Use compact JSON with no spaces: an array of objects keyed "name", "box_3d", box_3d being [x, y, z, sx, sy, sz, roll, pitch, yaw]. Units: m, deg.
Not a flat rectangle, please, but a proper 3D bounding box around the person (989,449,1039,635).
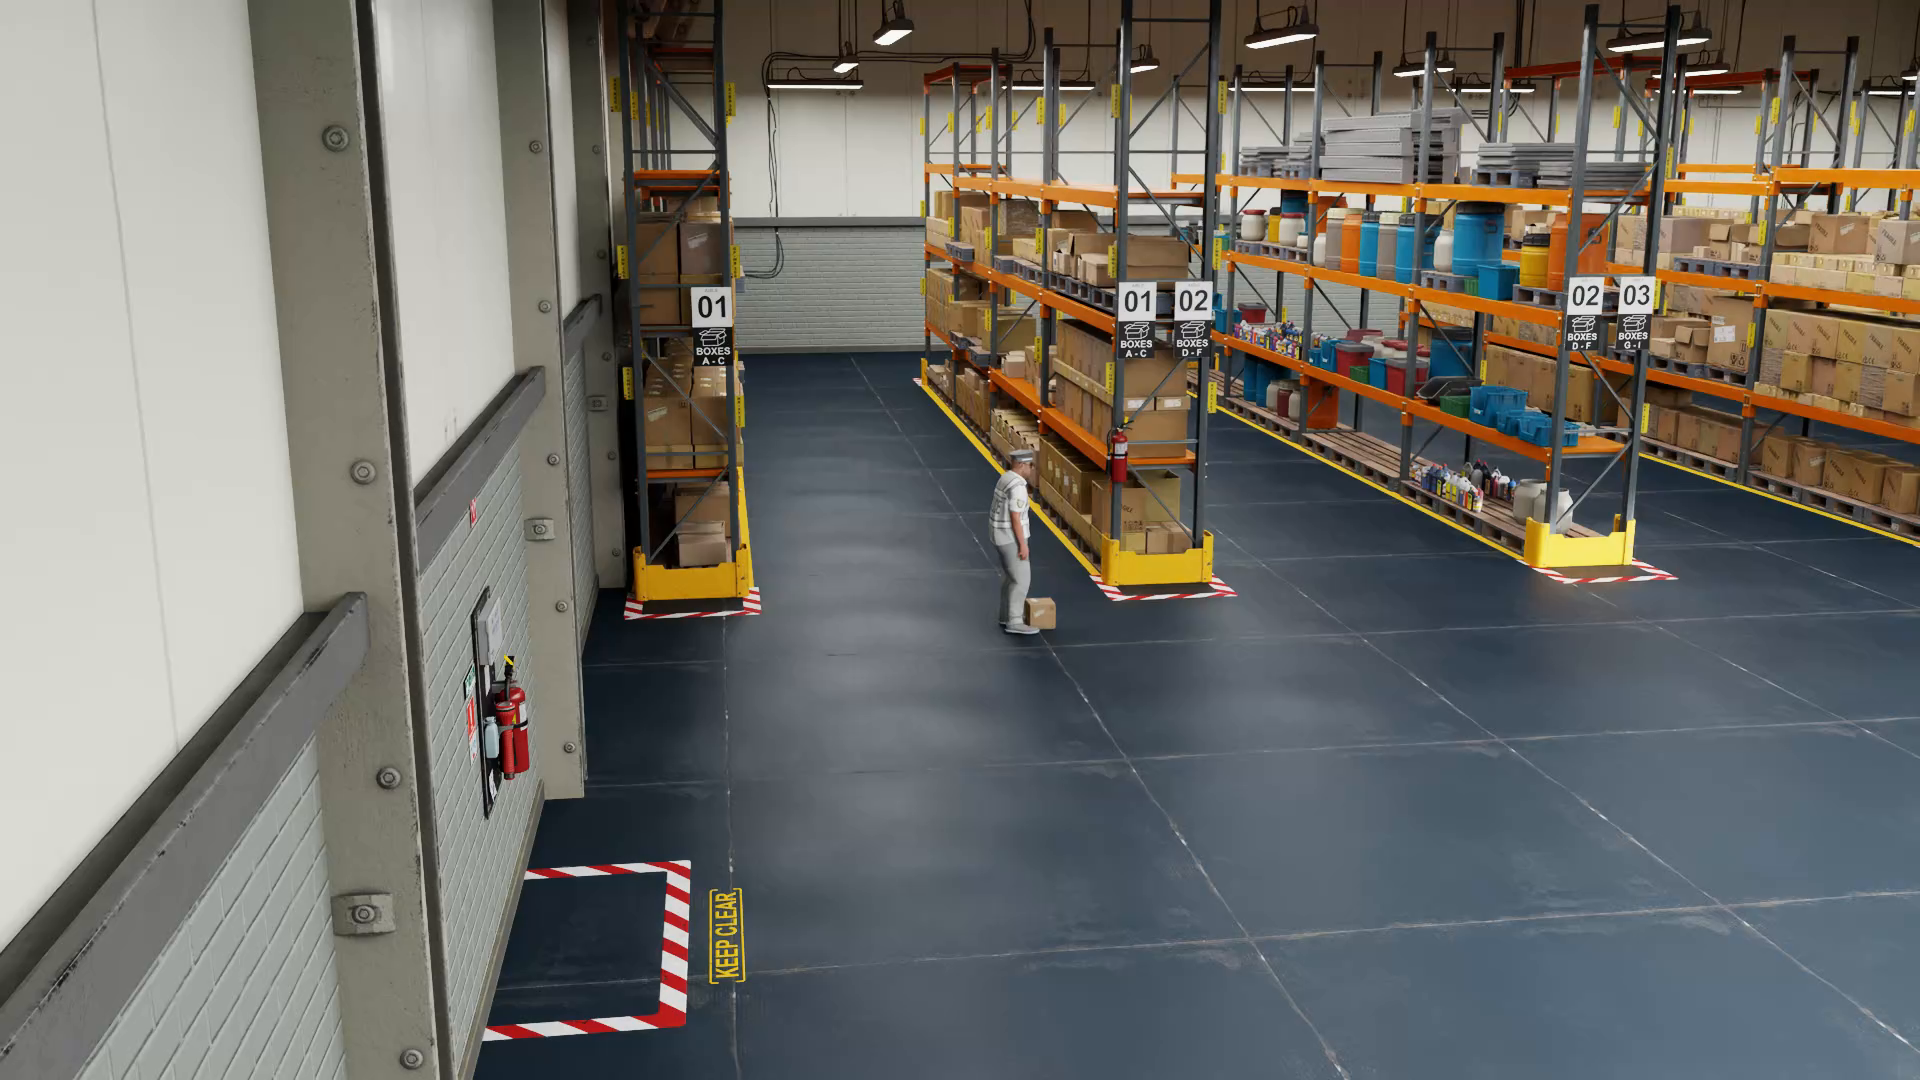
[{"name":"person","box_3d":[0.506,0.006,15.977,0.436,1.731,0.590,-3,13,-11]}]
